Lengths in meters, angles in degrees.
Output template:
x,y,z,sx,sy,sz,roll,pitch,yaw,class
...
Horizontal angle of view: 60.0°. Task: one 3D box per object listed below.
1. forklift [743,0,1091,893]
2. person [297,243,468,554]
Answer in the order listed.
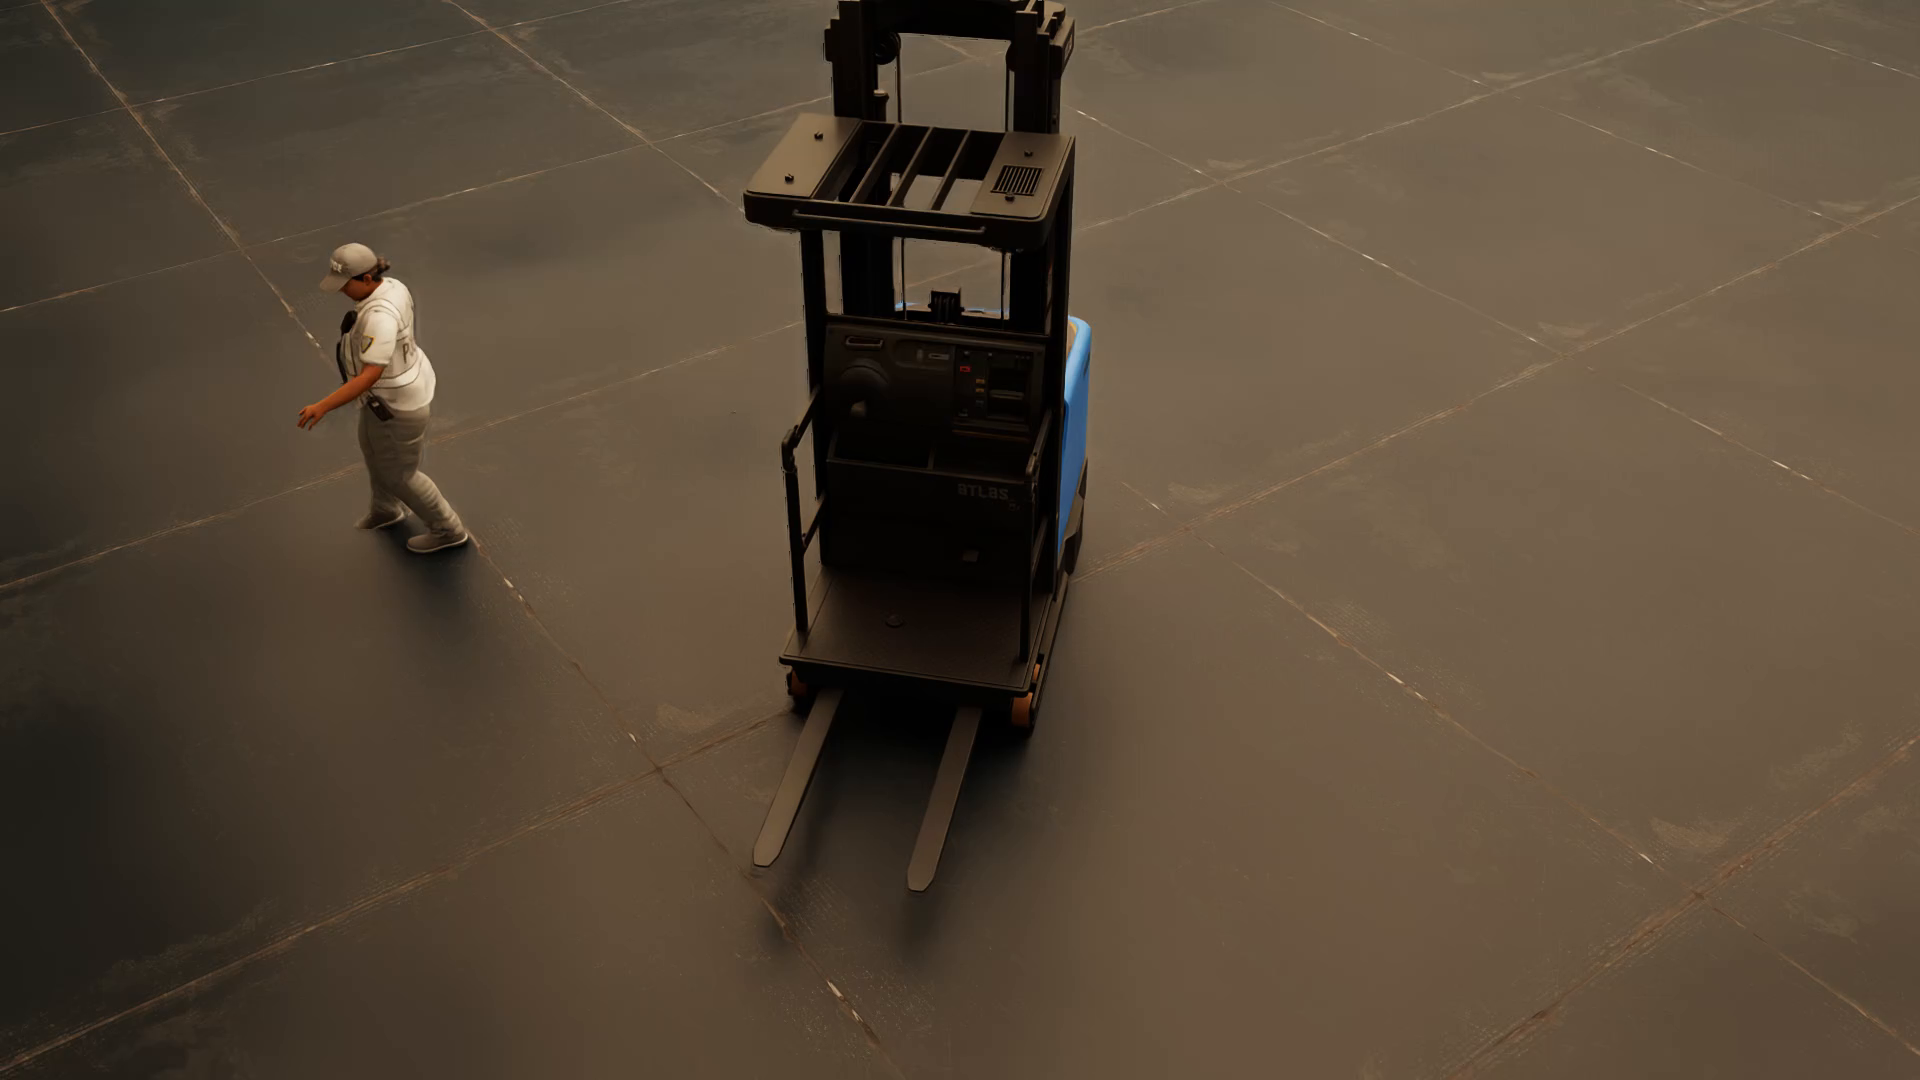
x,y,z,sx,sy,sz,roll,pitch,yaw,class
-0.154,-0.598,6.753,1.130,2.935,3.031,7,37,9,forklift
-2.801,-0.660,7.975,0.618,1.683,0.922,-5,37,-6,person
